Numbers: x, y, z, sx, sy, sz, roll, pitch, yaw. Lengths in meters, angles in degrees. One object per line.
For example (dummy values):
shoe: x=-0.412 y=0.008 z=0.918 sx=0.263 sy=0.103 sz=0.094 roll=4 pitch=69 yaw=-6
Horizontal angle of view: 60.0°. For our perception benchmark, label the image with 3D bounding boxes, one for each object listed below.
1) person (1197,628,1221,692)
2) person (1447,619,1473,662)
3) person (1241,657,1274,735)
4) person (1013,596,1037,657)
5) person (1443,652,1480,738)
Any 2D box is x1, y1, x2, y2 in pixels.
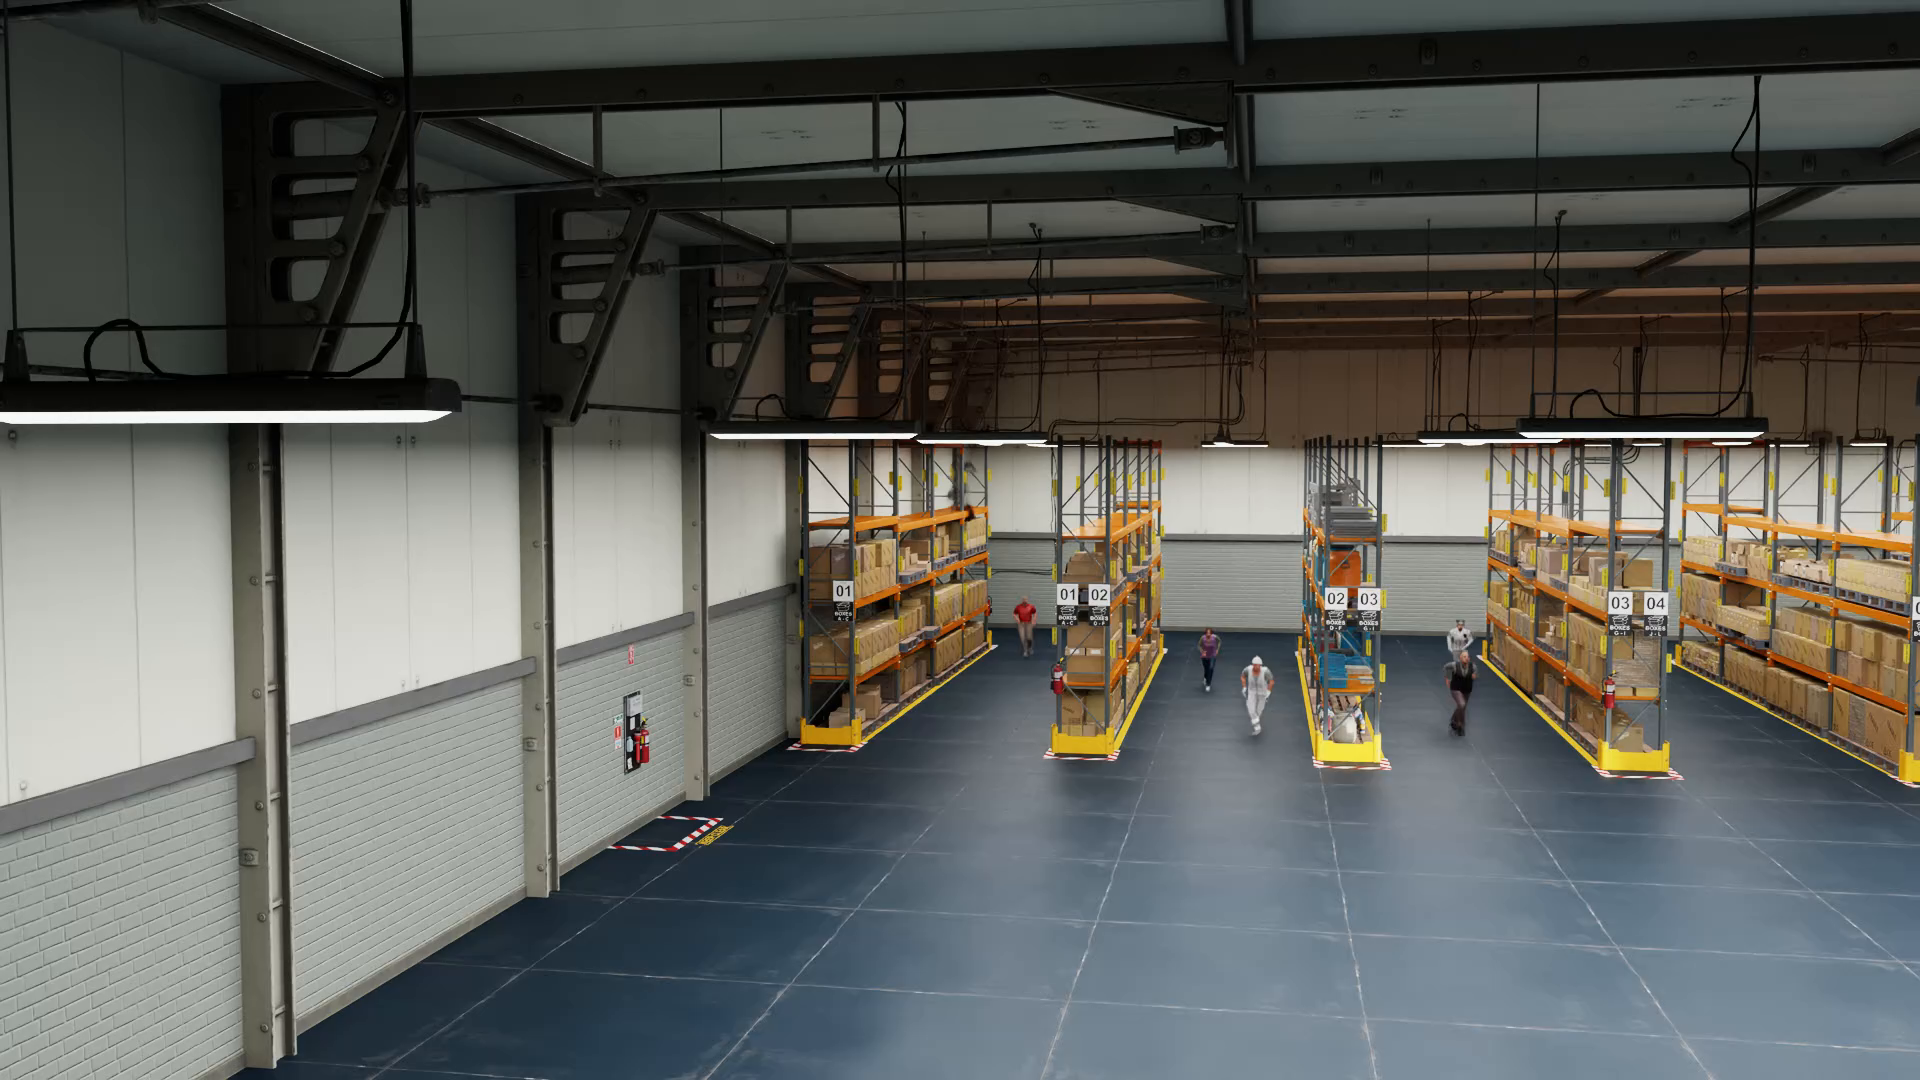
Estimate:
person: x=5.936 y=2.829 z=39.762 sx=0.570 sy=1.547 sz=0.912 roll=0 pitch=3 yaw=2
person: x=12.288 y=2.731 z=40.892 sx=0.611 sy=1.619 sz=0.721 roll=1 pitch=3 yaw=13
person: x=6.019 y=3.118 z=33.628 sx=0.663 sy=1.615 sz=1.090 roll=1 pitch=3 yaw=13
person: x=1.792 y=2.389 z=46.111 sx=0.667 sy=1.695 sz=0.594 roll=0 pitch=3 yaw=6
person: x=10.063 y=3.075 z=33.418 sx=0.650 sy=1.718 sz=0.941 roll=0 pitch=3 yaw=-7
